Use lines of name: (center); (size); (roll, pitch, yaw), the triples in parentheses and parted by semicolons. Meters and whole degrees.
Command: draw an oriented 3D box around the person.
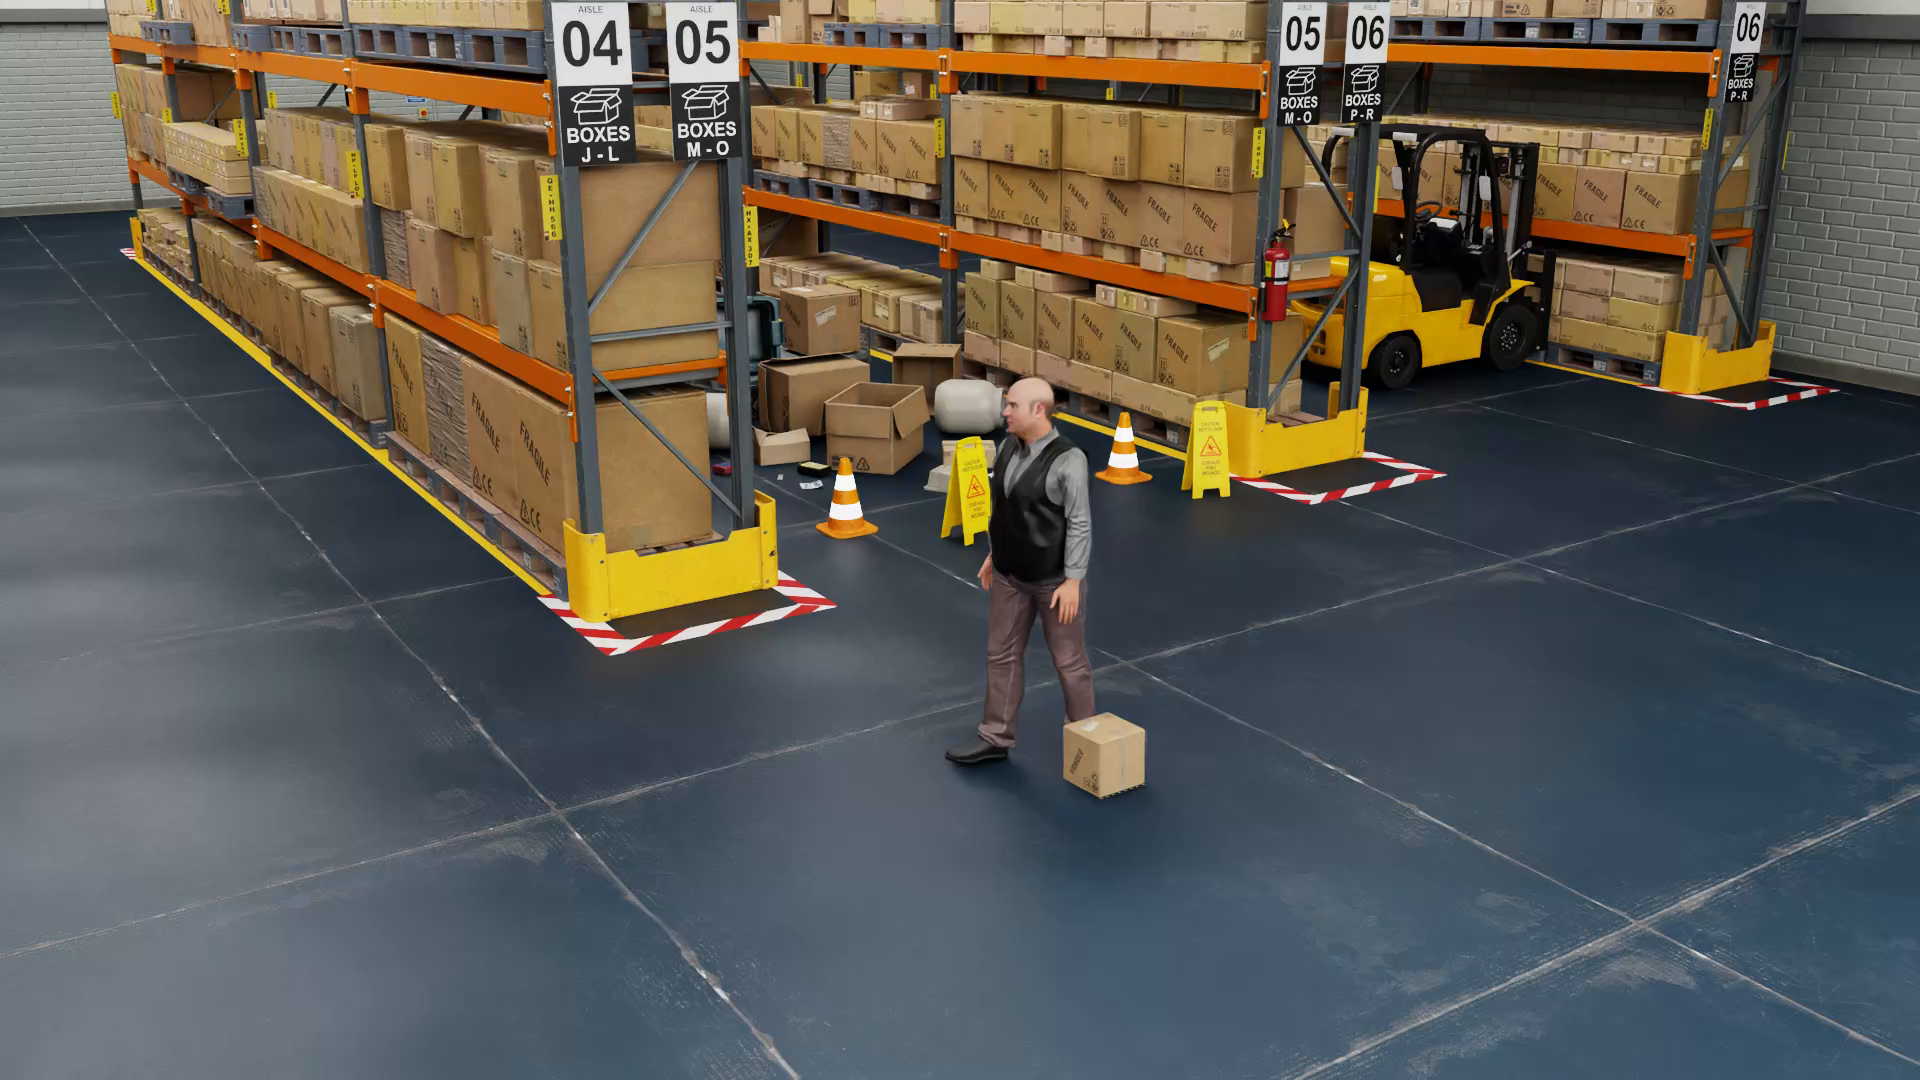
person: (0.294, 0.156, 7.097); (0.629, 1.723, 0.613); (-16, 24, -40)
